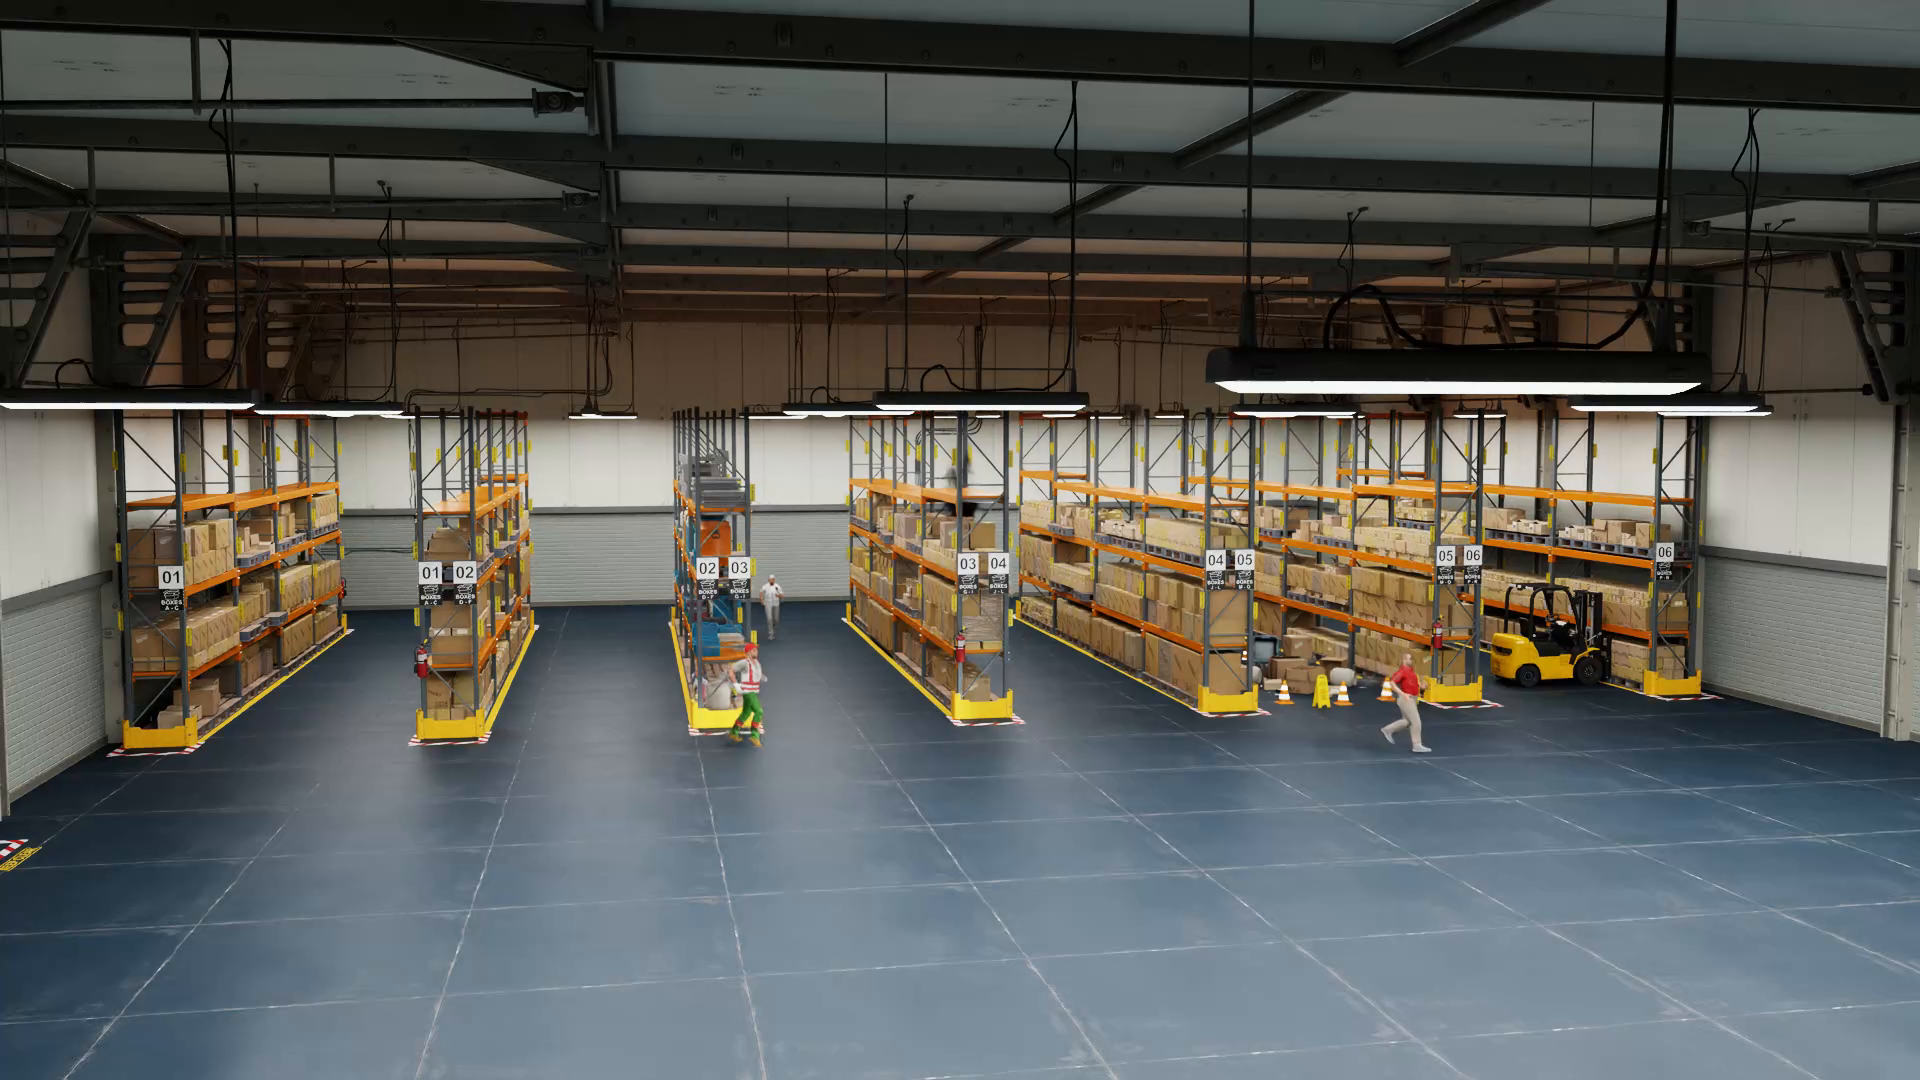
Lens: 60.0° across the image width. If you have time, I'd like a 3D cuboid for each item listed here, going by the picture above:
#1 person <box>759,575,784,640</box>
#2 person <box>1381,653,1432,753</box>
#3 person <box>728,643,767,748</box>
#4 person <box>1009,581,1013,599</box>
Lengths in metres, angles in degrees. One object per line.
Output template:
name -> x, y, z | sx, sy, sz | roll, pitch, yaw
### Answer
person -> -4.970, 1.749, 43.958 | 0.591, 1.662, 0.921 | -1, 4, -18
person -> 7.766, 2.810, 28.895 | 0.901, 1.694, 0.674 | 2, 5, 30
person -> -3.756, 2.737, 29.509 | 0.725, 1.829, 0.674 | 1, 4, 17
person -> 1.096, 1.640, 45.033 | 0.657, 1.765, 0.741 | 0, 4, -1
